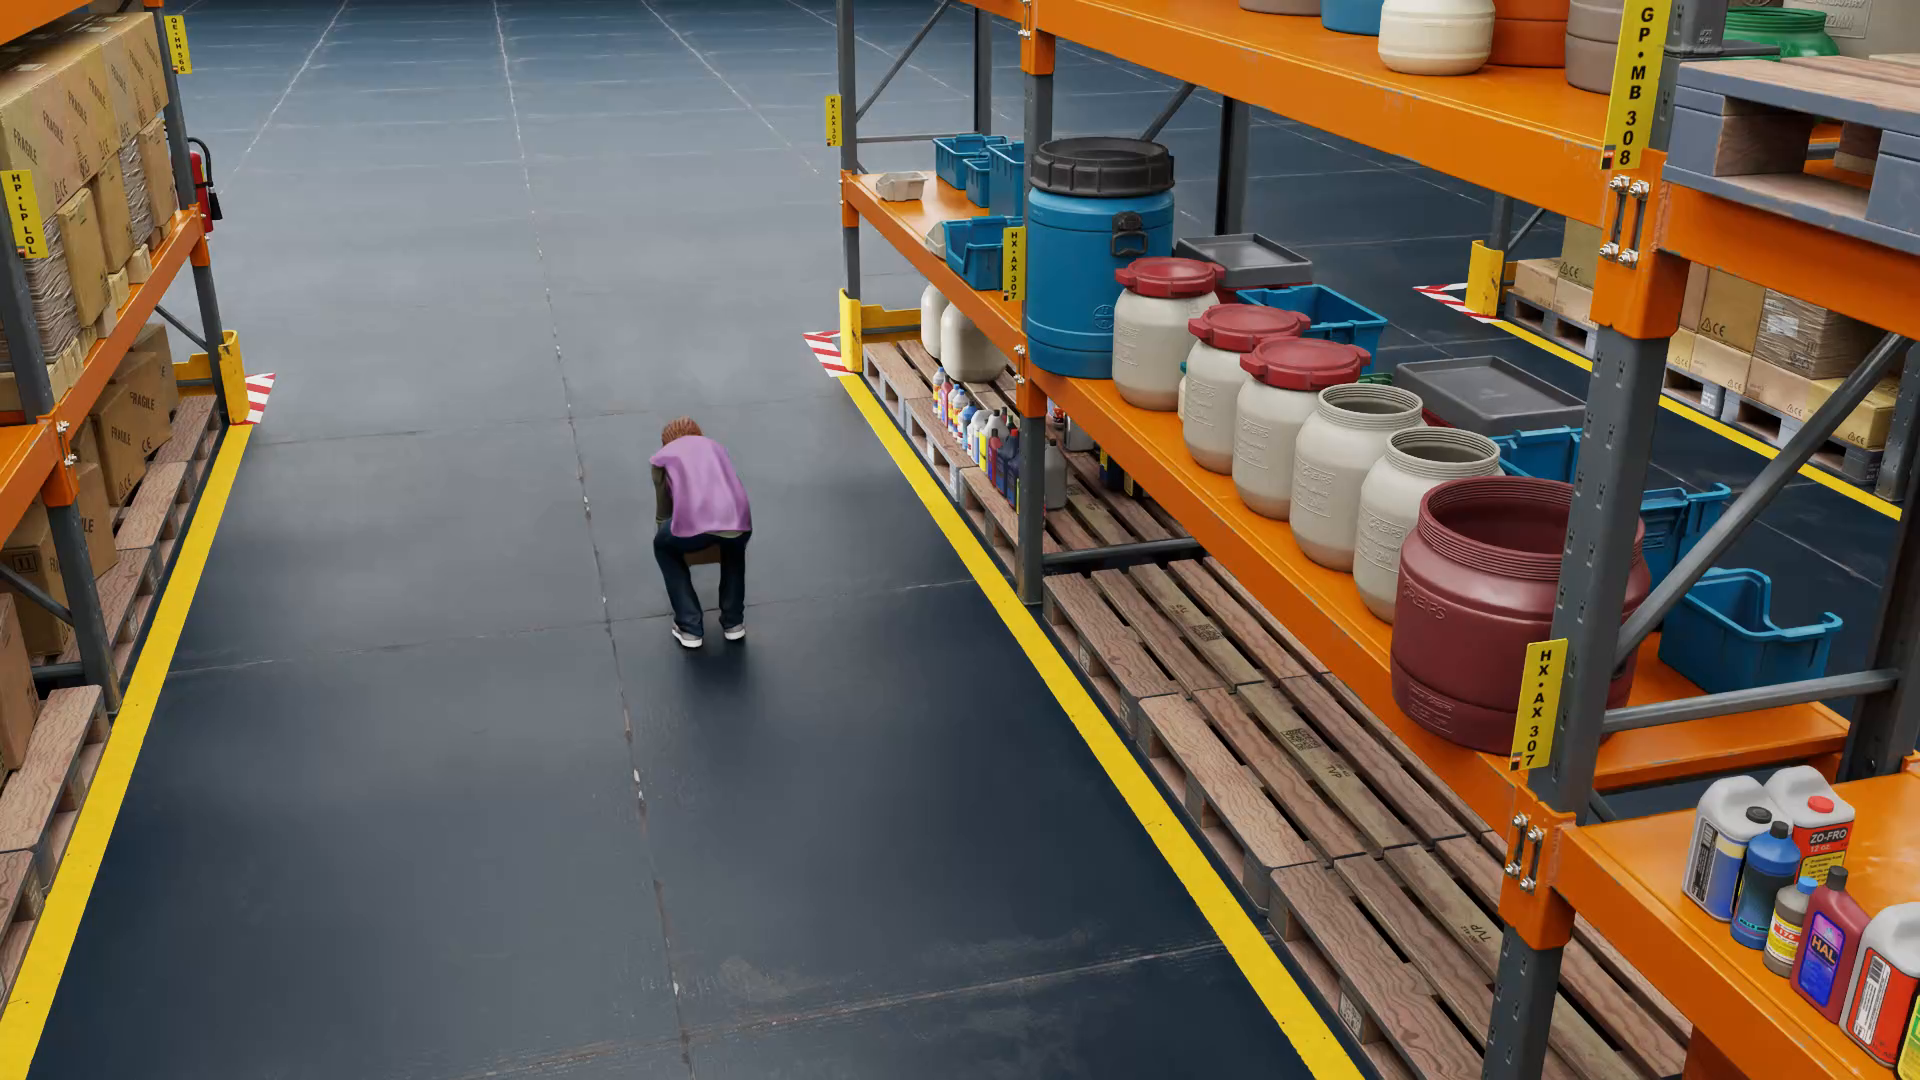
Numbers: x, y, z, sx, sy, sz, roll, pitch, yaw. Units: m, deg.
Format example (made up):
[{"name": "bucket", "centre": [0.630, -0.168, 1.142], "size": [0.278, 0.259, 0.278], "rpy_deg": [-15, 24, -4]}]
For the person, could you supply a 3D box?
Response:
[{"name": "person", "centre": [-1.178, -0.027, 7.548], "size": [0.428, 0.906, 0.857], "rpy_deg": [-7, 24, -17]}]
